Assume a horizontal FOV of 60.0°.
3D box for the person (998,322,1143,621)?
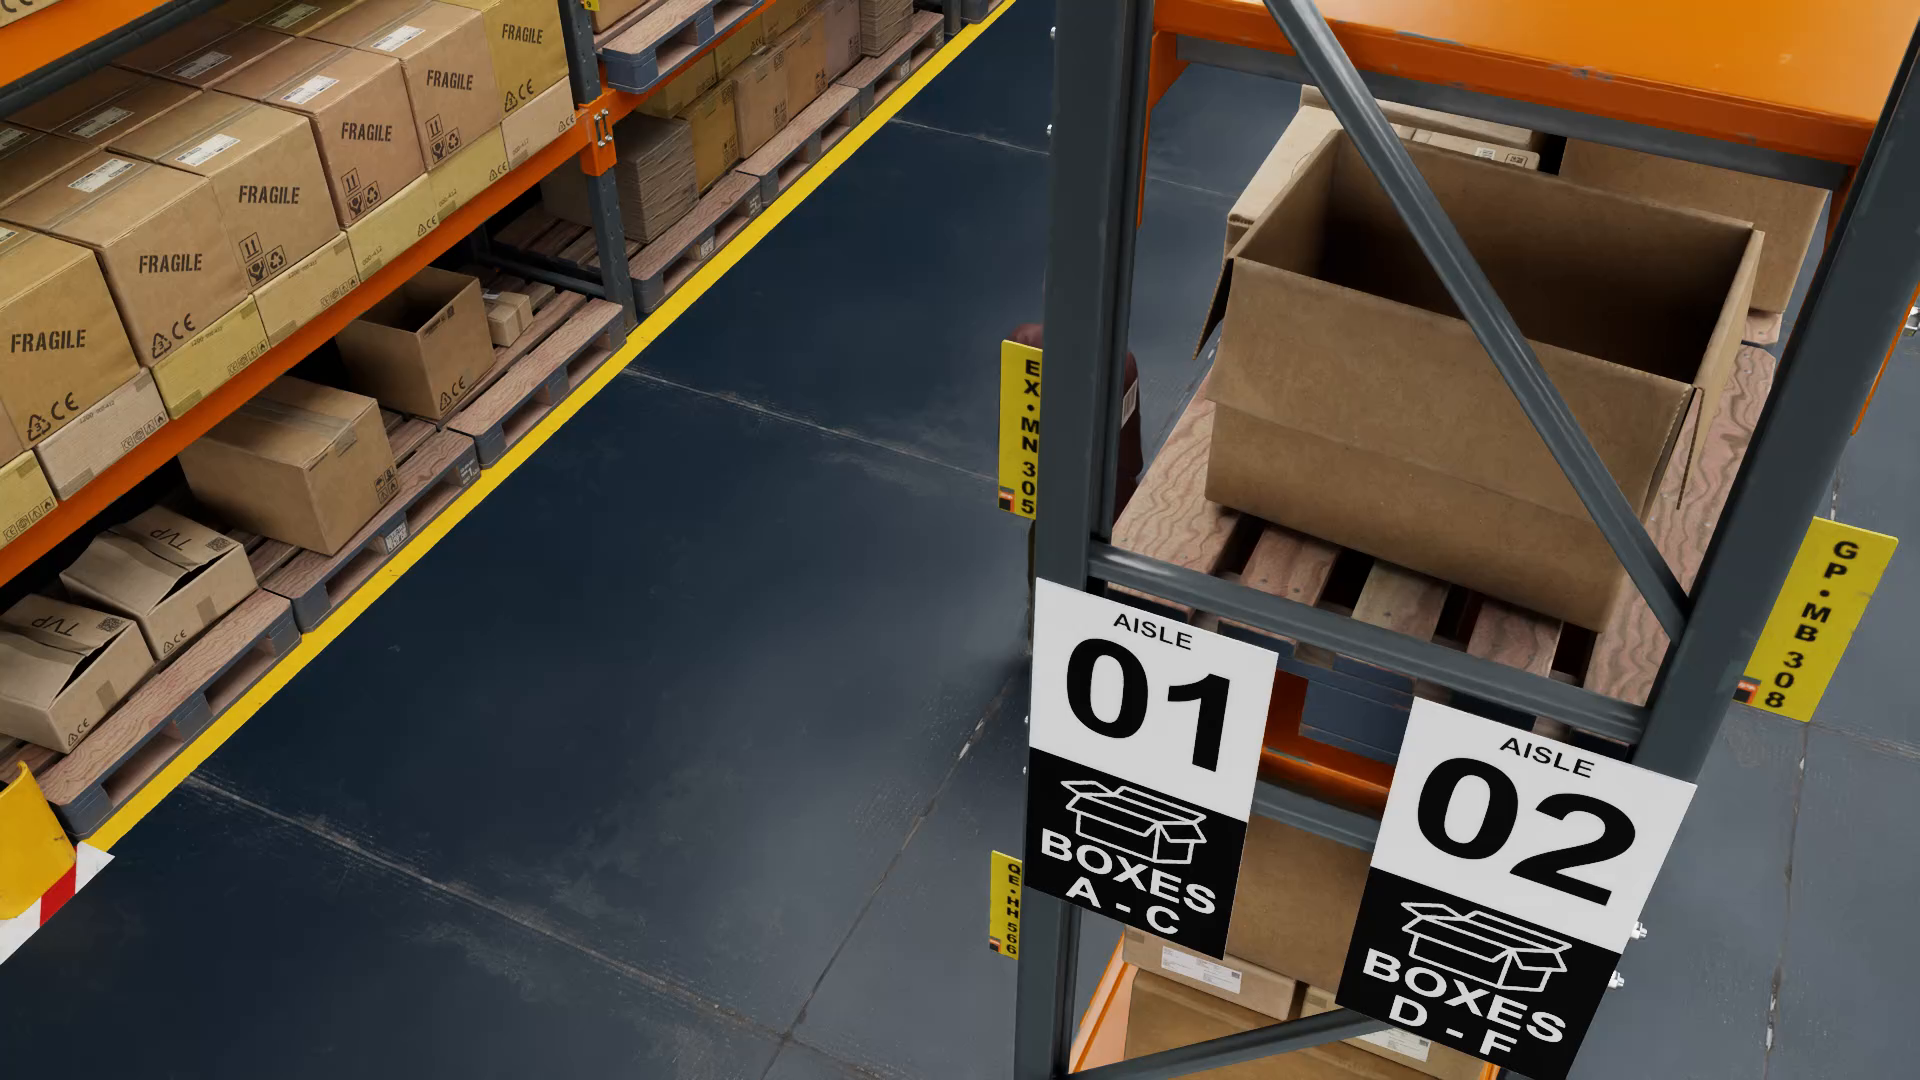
[{"bbox_3d":[0.431,-0.311,6.570,0.601,1.848,0.561,18,44,19],"label":"person"}]
